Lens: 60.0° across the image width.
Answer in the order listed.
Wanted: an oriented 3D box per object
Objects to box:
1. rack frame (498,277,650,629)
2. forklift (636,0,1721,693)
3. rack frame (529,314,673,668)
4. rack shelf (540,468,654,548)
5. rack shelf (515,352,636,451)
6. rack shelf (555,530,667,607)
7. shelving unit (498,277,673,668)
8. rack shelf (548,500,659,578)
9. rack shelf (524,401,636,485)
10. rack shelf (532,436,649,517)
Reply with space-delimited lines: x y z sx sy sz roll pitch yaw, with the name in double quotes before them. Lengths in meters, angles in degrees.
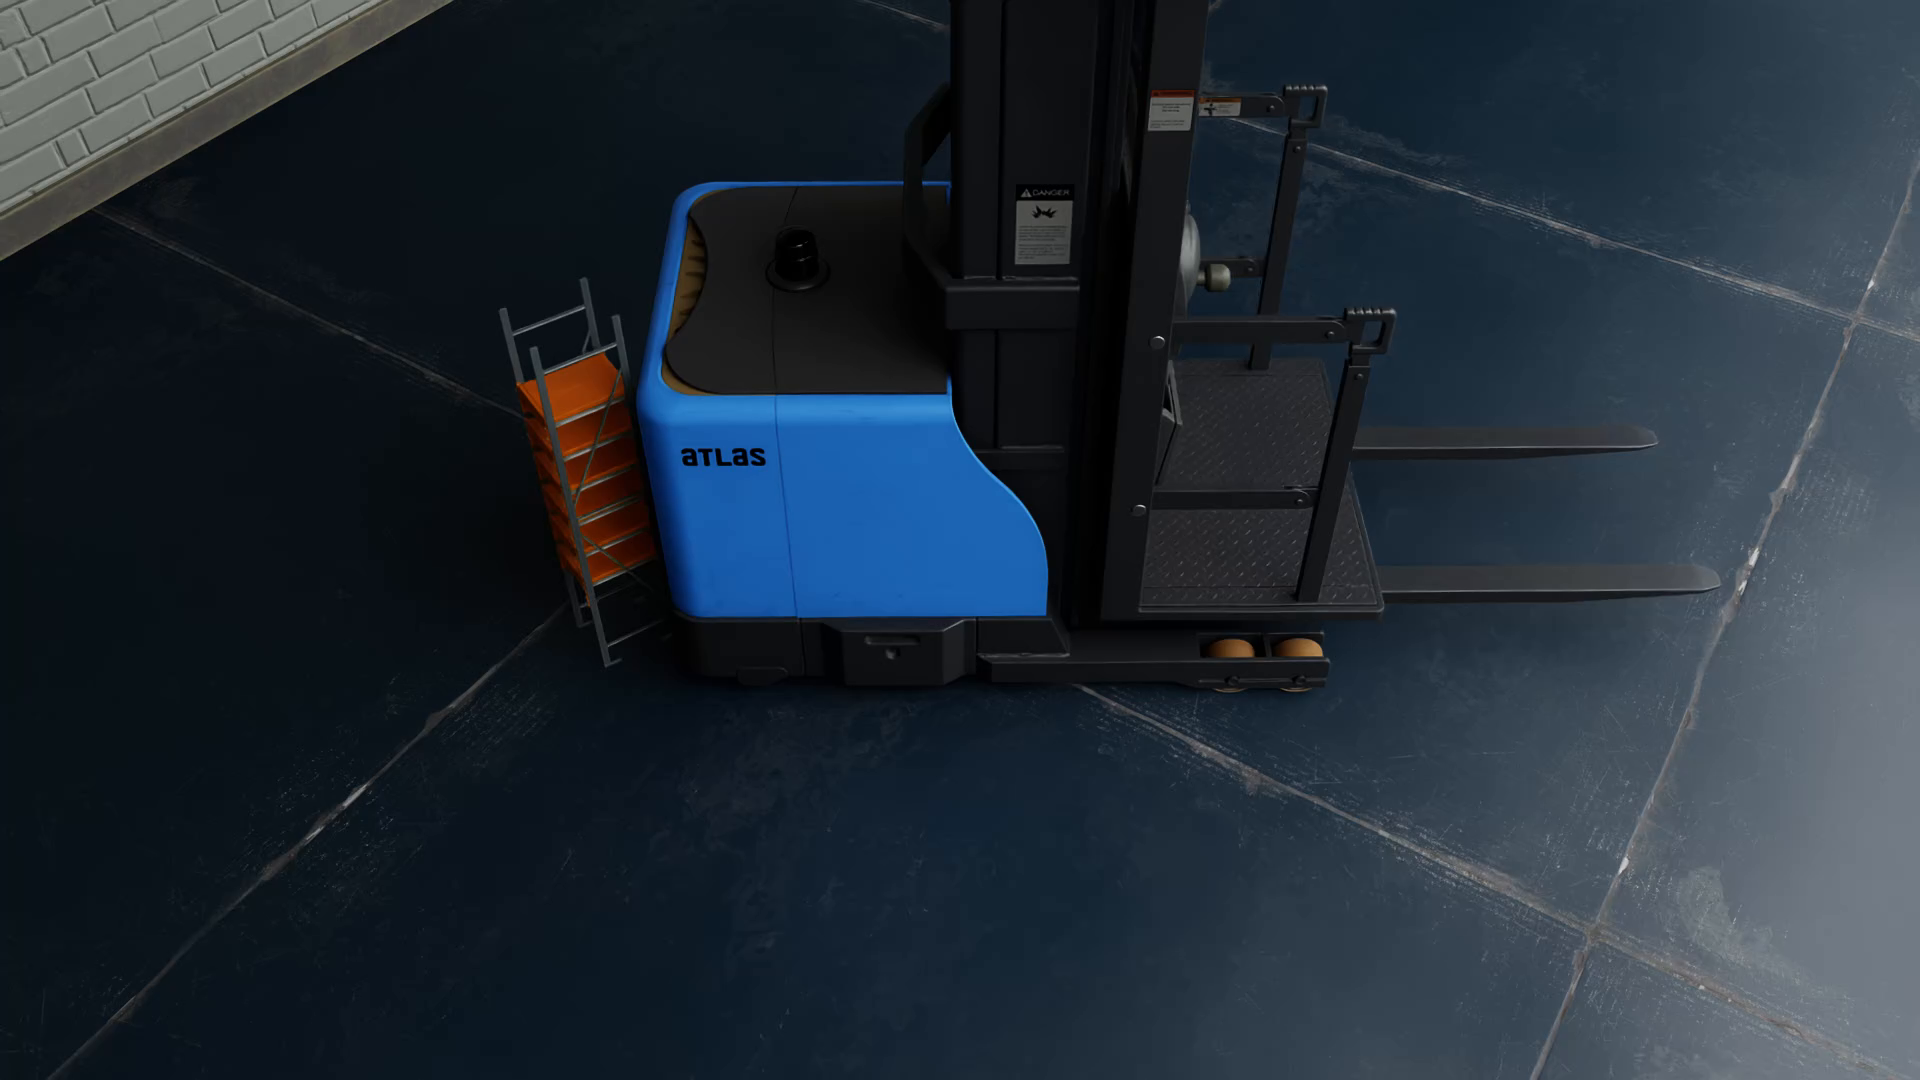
"rack frame" -1.048 -0.201 4.608 0.240 1.200 0.006 -26 51 -23
"forklift" 0.688 -0.963 4.142 3.031 2.935 1.130 0 46 0
"rack frame" -0.945 -0.093 4.503 0.240 1.200 0.006 -26 51 -23
"rack shelf" -0.997 -0.116 4.588 0.258 0.103 0.180 -26 51 -23
"rack shelf" -0.996 -0.367 4.329 0.258 0.103 0.180 -26 51 -23
"rack shelf" -0.997 0.051 4.760 0.258 0.103 0.180 -26 51 -23
"shelving unit" -0.997 -0.147 4.556 0.258 1.200 0.189 -26 51 -23
"rack shelf" -0.997 -0.032 4.674 0.258 0.103 0.180 -26 51 -23
"rack shelf" -0.996 -0.283 4.416 0.258 0.103 0.180 -26 51 -23
"rack shelf" -0.997 -0.199 4.502 0.258 0.103 0.180 -26 51 -23
